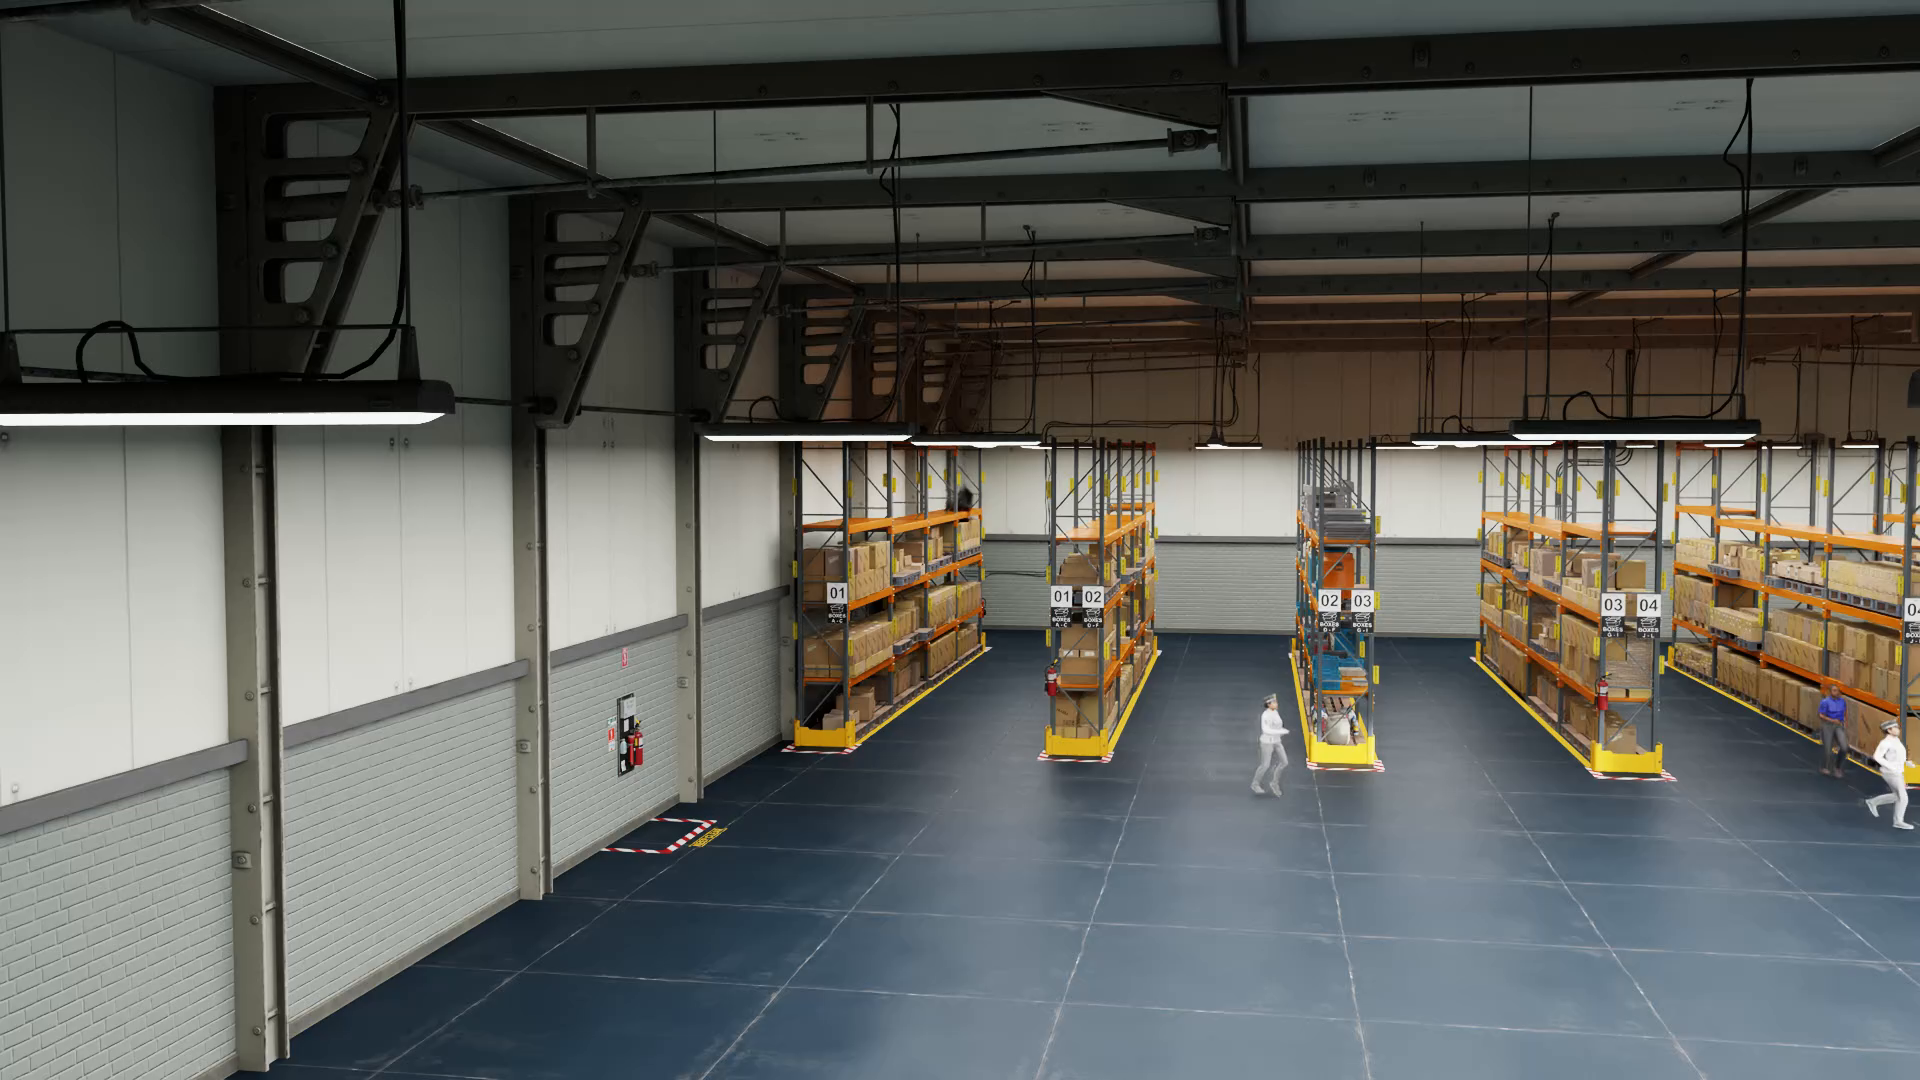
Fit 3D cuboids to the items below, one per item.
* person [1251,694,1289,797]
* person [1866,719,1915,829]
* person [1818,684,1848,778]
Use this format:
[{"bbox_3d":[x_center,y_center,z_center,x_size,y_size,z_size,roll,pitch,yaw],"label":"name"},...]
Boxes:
[{"bbox_3d":[5.176,3.419,27.641,0.714,1.740,0.618,3,4,43],"label":"person"},{"bbox_3d":[14.195,3.546,25.391,0.622,1.654,0.717,-3,4,-41],"label":"person"},{"bbox_3d":[15.369,3.364,29.195,0.592,1.677,0.663,0,3,2],"label":"person"}]
